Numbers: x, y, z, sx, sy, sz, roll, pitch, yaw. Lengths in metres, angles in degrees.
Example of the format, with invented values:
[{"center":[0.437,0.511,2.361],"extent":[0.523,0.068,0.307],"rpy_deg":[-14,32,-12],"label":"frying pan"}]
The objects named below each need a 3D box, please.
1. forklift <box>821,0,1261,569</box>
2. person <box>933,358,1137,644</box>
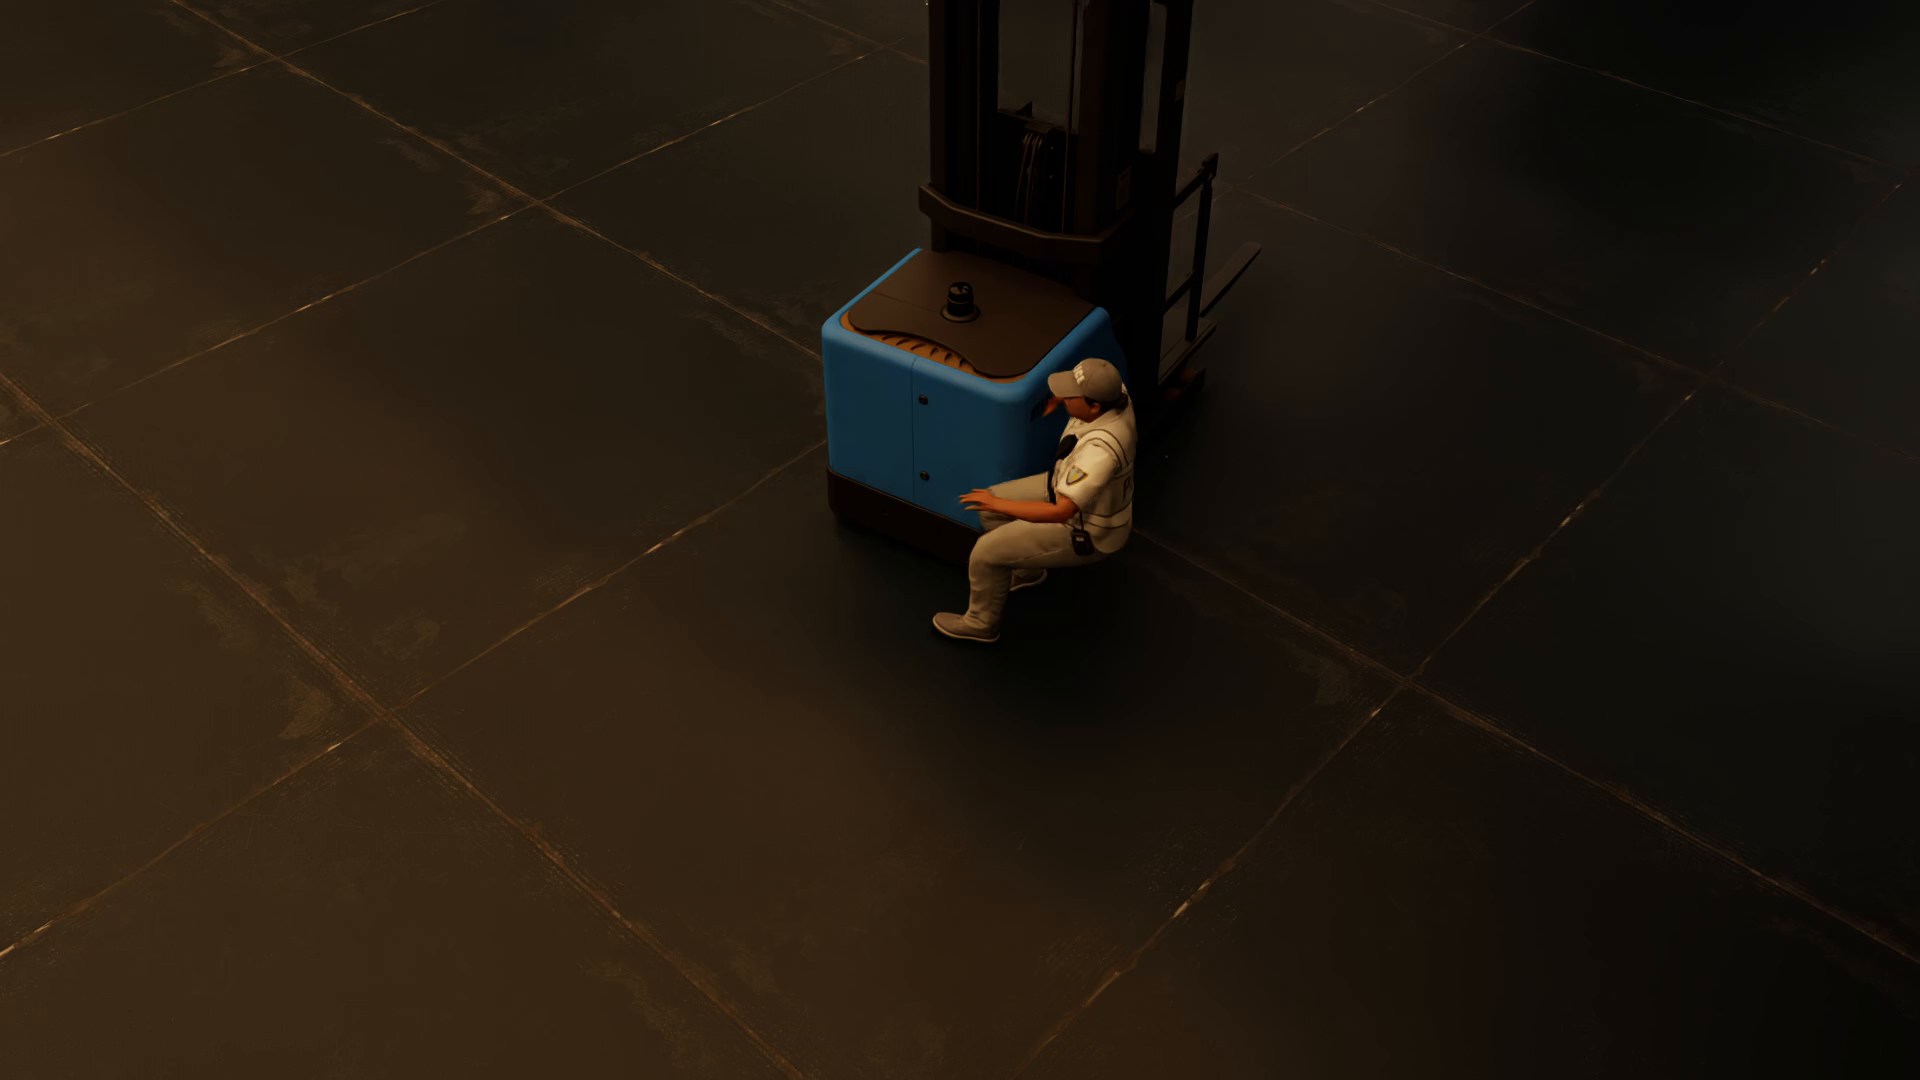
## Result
[{"center":[0.592,-1.866,7.603],"extent":[1.130,2.935,3.031],"rpy_deg":[22,45,24],"label":"forklift"},{"center":[0.294,-0.178,6.781],"extent":[0.824,1.428,0.900],"rpy_deg":[1,41,1],"label":"person"}]
